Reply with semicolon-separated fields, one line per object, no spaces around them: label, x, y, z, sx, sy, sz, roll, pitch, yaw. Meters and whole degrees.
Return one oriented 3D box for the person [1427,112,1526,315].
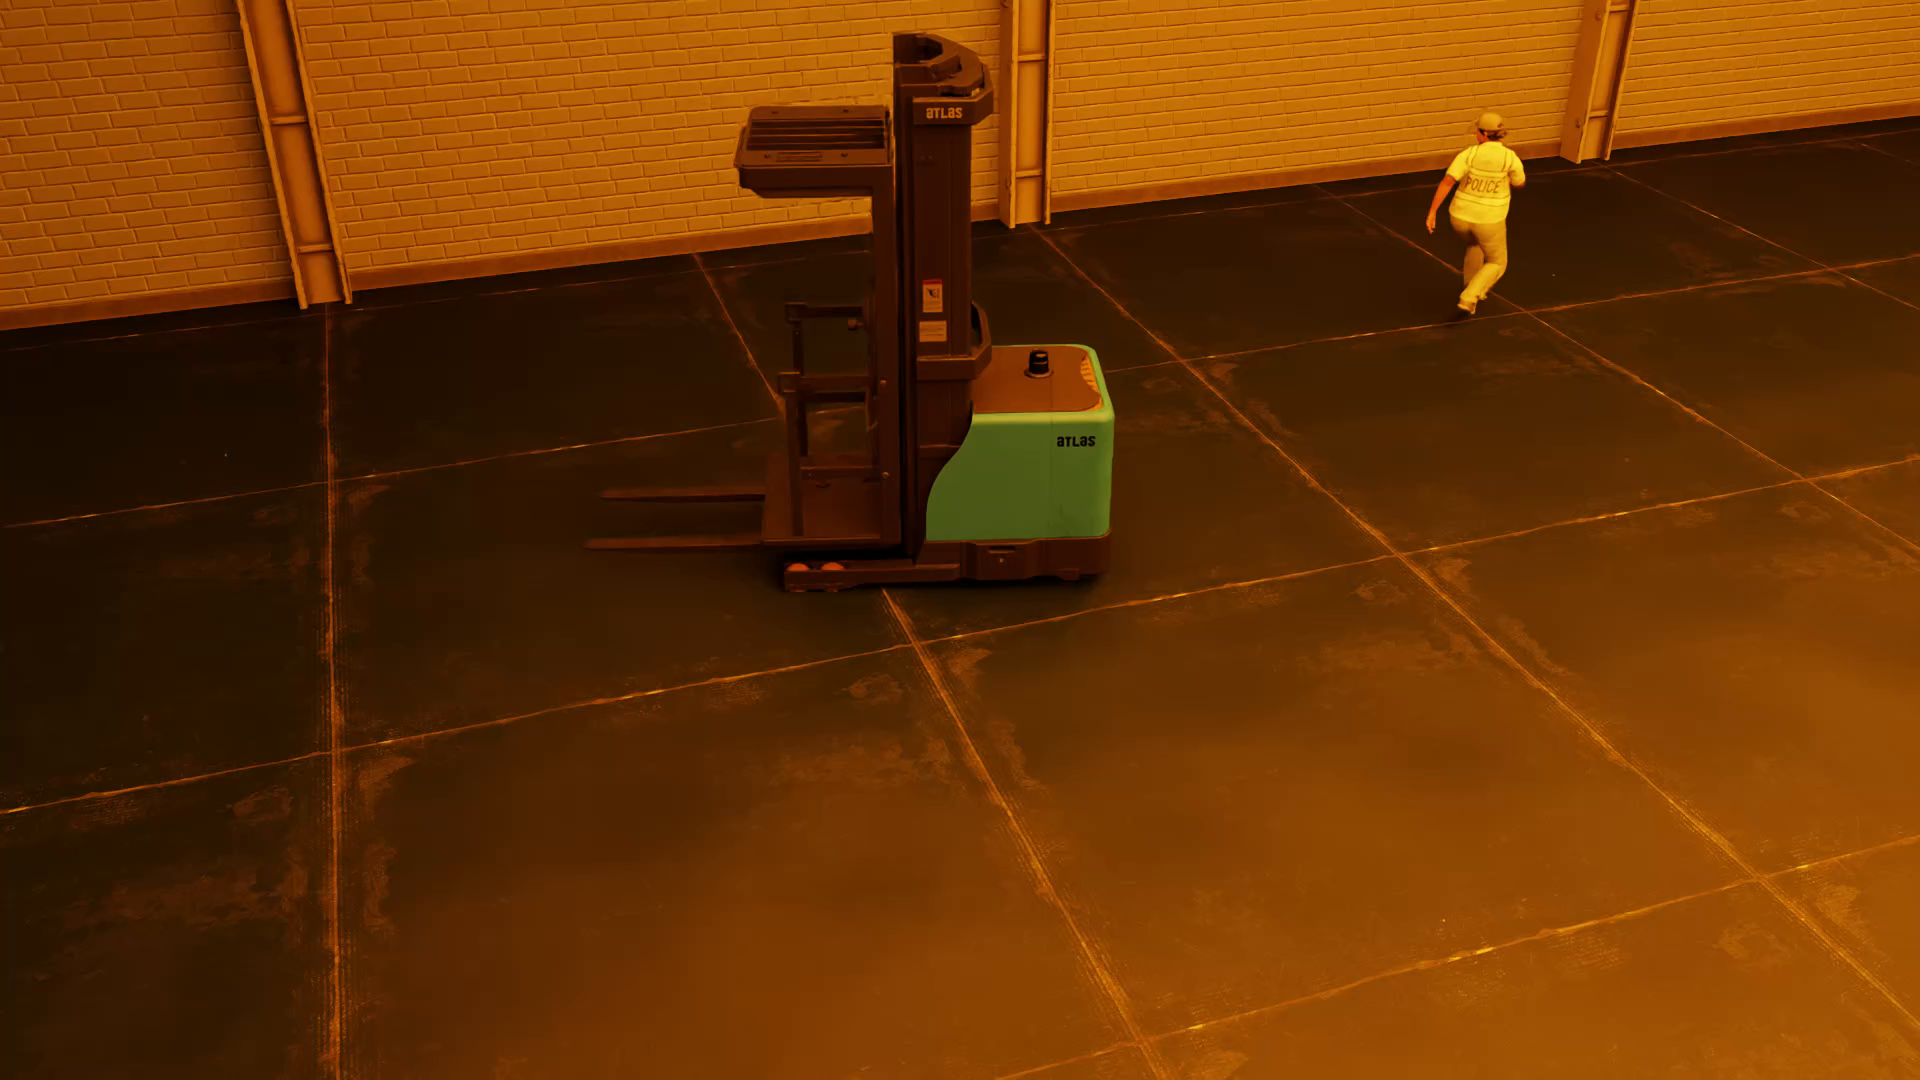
person;4.005;-2.511;12.829;0.529;1.585;0.787;23;37;34

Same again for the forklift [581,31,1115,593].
forklift;-0.670;-1.237;9.237;3.031;2.935;1.130;-1;30;-3
